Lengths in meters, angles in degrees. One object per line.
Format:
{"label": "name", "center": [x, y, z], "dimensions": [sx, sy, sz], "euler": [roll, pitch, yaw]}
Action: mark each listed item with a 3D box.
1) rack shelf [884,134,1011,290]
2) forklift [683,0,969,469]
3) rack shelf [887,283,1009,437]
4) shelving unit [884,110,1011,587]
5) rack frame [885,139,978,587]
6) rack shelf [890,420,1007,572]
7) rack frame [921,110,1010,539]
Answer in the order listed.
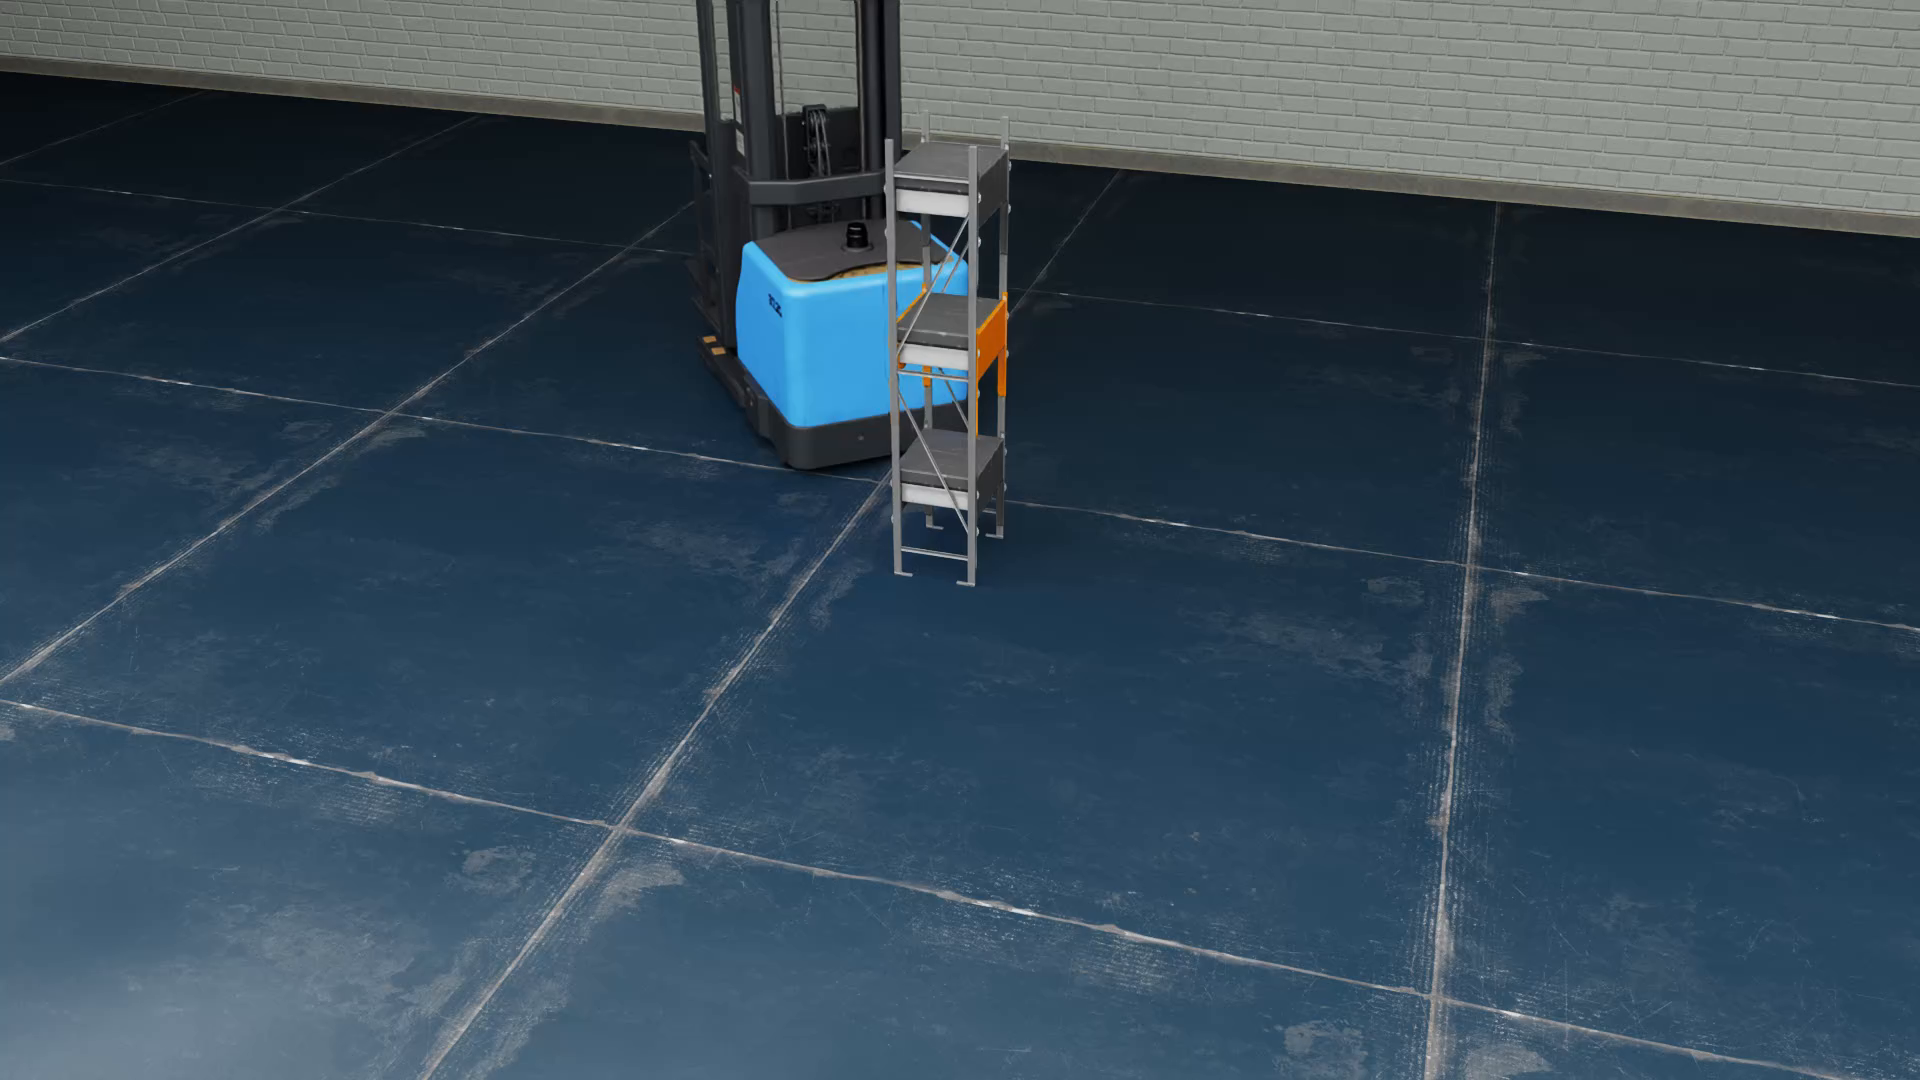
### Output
{"label": "rack shelf", "center": [-0.049, -1.440, 7.268], "dimensions": [0.431, 0.518, 0.480], "euler": [8, 30, 15]}
{"label": "forklift", "center": [-0.968, -2.352, 9.462], "dimensions": [1.130, 2.935, 3.031], "euler": [-11, 31, -20]}
{"label": "rack shelf", "center": [-0.049, -0.829, 7.608], "dimensions": [0.431, 0.518, 0.480], "euler": [8, 30, 15]}
{"label": "shelving unit", "center": [-0.049, -0.841, 7.601], "dimensions": [0.431, 2.100, 0.503], "euler": [8, 30, 15]}
{"label": "rack frame", "center": [-0.120, -0.727, 7.397], "dimensions": [0.400, 2.100, 0.015], "euler": [8, 30, 15]}
{"label": "rack shelf", "center": [-0.049, -0.217, 7.948], "dimensions": [0.431, 0.518, 0.480], "euler": [8, 30, 15]}
{"label": "rack frame", "center": [0.023, -0.954, 7.805], "dimensions": [0.400, 2.100, 0.015], "euler": [8, 30, 15]}
